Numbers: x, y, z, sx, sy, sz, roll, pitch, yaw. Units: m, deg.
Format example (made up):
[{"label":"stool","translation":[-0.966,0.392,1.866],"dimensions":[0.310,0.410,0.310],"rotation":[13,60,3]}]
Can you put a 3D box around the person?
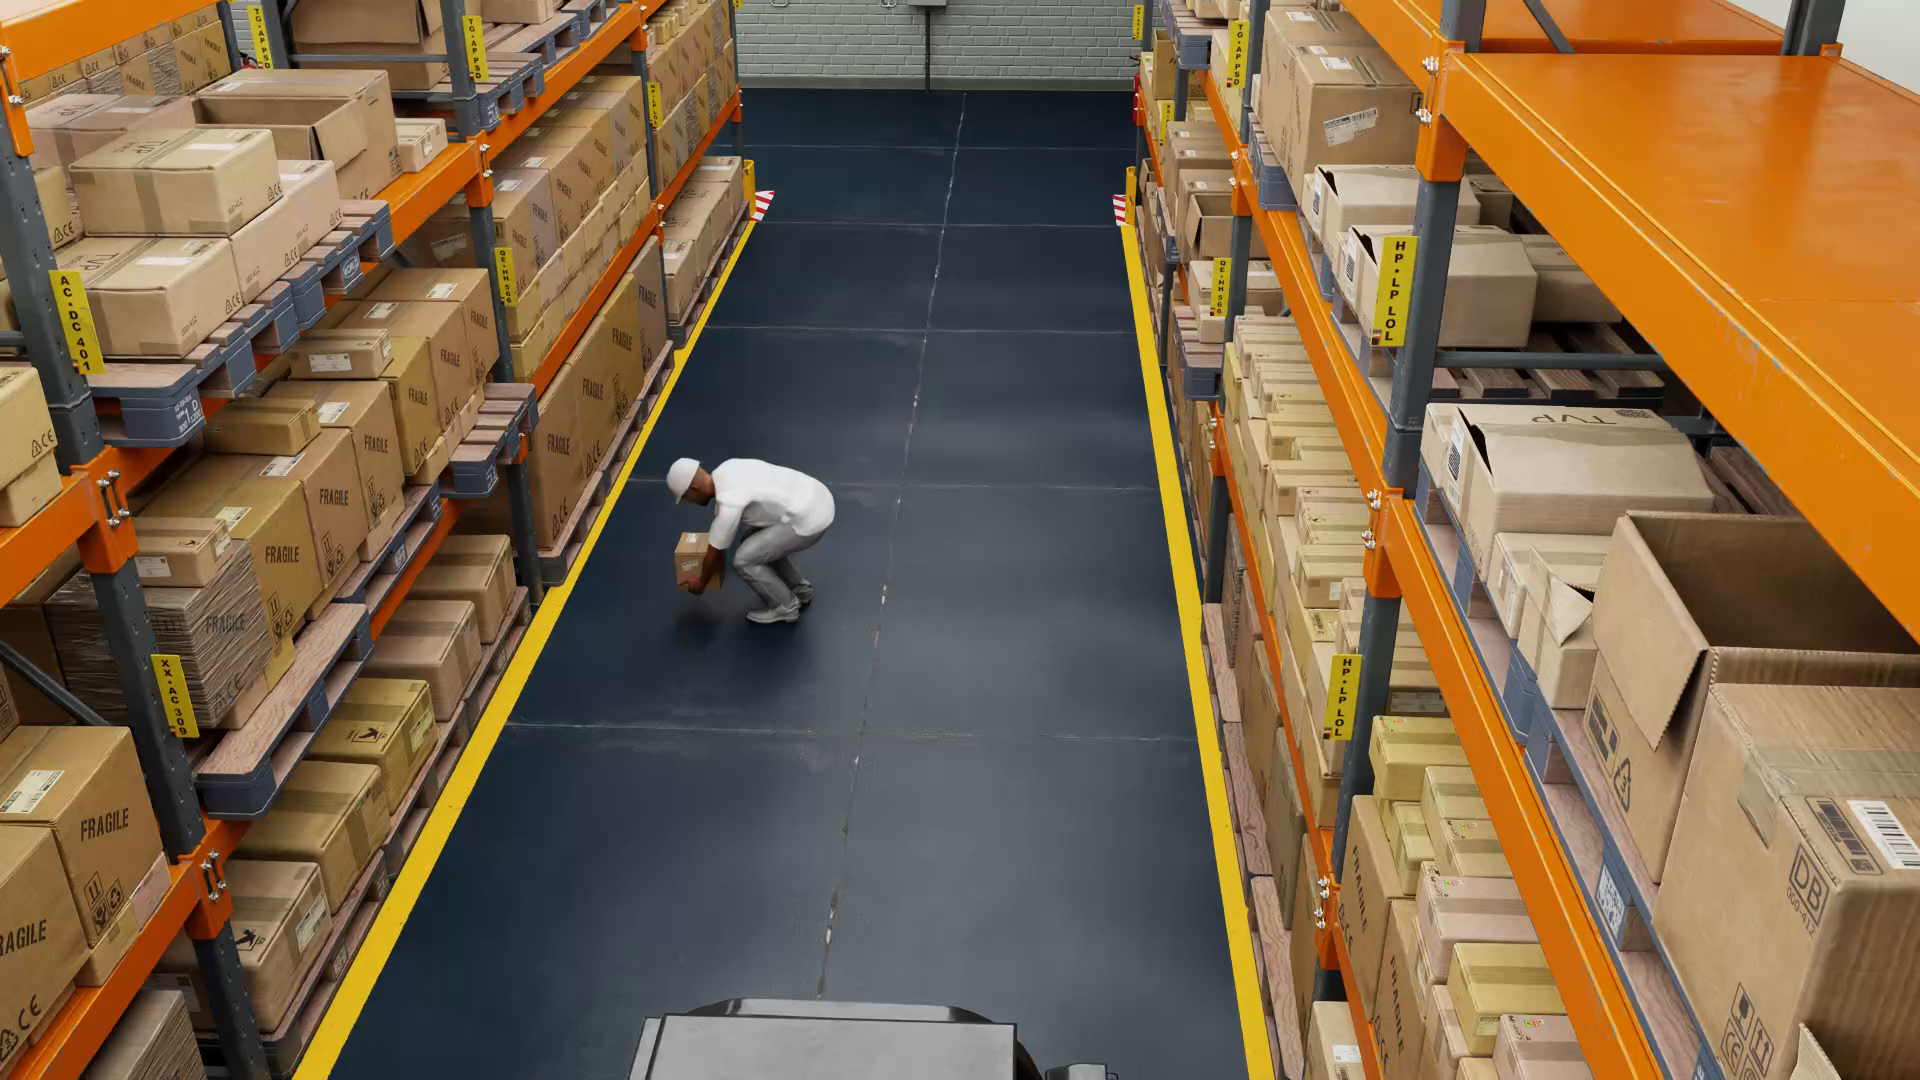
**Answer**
[{"label":"person","translation":[-1.199,-0.016,9.677],"dimensions":[0.946,1.007,0.529],"rotation":[0,28,0]}]
